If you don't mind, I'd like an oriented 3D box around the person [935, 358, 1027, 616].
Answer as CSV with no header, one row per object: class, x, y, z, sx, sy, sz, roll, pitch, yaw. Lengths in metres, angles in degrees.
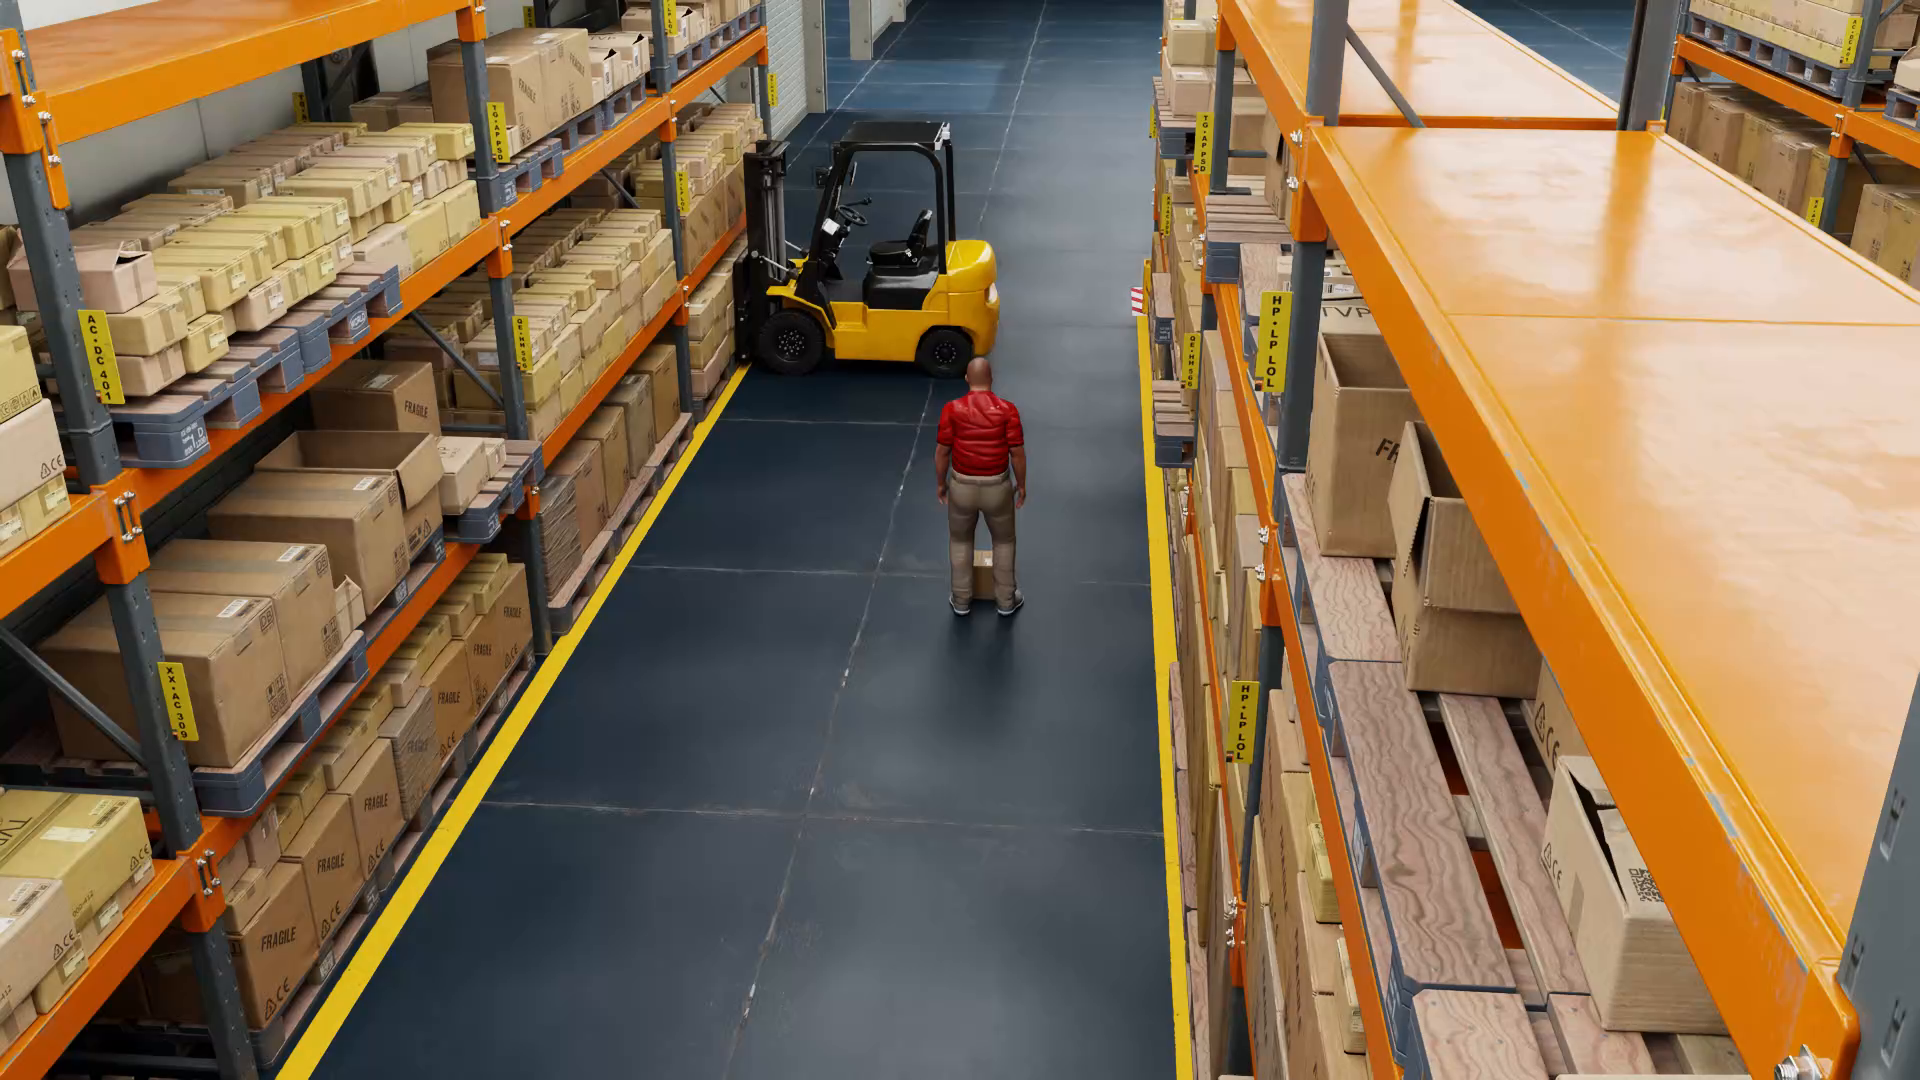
person,0.136,-0.334,10.761,0.586,1.727,0.393,2,24,4
